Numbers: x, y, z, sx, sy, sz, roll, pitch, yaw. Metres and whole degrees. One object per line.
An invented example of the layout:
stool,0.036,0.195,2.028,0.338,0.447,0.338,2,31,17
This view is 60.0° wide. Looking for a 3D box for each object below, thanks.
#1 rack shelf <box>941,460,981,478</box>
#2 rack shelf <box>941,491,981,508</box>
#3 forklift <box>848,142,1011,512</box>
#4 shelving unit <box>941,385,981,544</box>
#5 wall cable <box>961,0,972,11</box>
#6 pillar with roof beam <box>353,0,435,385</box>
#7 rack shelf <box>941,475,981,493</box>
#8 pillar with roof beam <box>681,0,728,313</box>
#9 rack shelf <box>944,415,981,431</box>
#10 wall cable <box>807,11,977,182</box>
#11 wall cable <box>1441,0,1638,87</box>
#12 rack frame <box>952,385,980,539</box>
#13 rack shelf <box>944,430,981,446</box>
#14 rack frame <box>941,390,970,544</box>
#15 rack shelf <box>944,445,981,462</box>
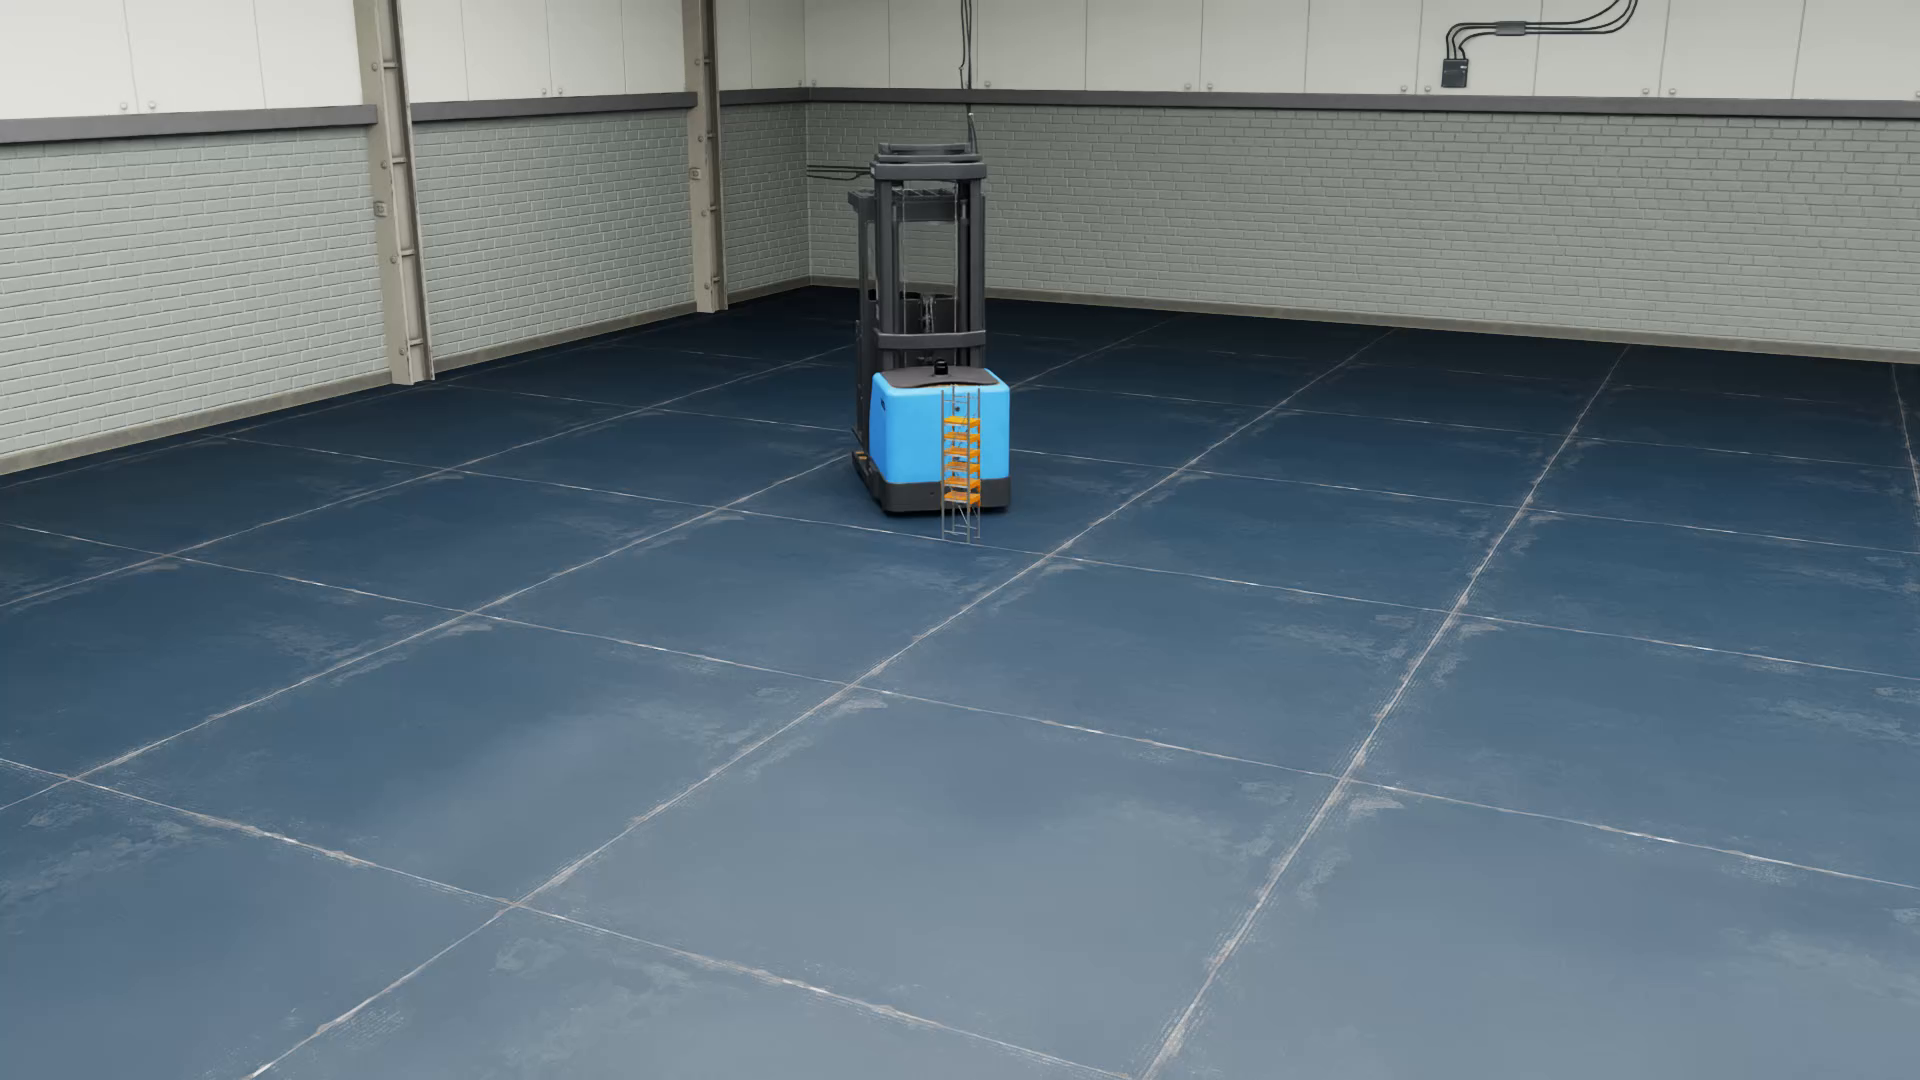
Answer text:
rack shelf,0.006,-0.536,12.879,0.258,0.103,0.180,8,18,25
rack shelf,0.006,-0.306,12.947,0.258,0.103,0.180,8,18,25
forklift,-0.374,-2.010,14.642,1.130,2.935,3.031,-3,17,-11
shelving unit,0.006,-0.579,12.866,0.258,1.200,0.189,8,18,25
wall cable,1.284,-8.847,23.589,3.097,2.526,0.112,8,18,25
pillar with roof beam,-2.466,-5.601,16.075,9.100,9.000,0.400,8,18,25
rack shelf,0.006,-0.421,12.913,0.258,0.103,0.180,8,18,25
pillar with roof beam,0.215,-7.129,21.221,9.100,9.000,0.400,8,18,25
rack shelf,0.006,-0.881,12.776,0.258,0.103,0.180,8,18,25
wall cable,-1.136,-6.770,25.467,3.097,2.526,0.112,8,18,25
wall cable,7.349,-8.677,20.461,2.305,6.003,0.169,8,18,25
rack frame,0.047,-0.602,12.944,0.240,1.200,0.006,8,18,25
rack shelf,0.006,-0.766,12.810,0.258,0.103,0.180,8,18,25
rack frame,-0.034,-0.556,12.787,0.240,1.200,0.006,8,18,25
rack shelf,0.006,-0.651,12.844,0.258,0.103,0.180,8,18,25
